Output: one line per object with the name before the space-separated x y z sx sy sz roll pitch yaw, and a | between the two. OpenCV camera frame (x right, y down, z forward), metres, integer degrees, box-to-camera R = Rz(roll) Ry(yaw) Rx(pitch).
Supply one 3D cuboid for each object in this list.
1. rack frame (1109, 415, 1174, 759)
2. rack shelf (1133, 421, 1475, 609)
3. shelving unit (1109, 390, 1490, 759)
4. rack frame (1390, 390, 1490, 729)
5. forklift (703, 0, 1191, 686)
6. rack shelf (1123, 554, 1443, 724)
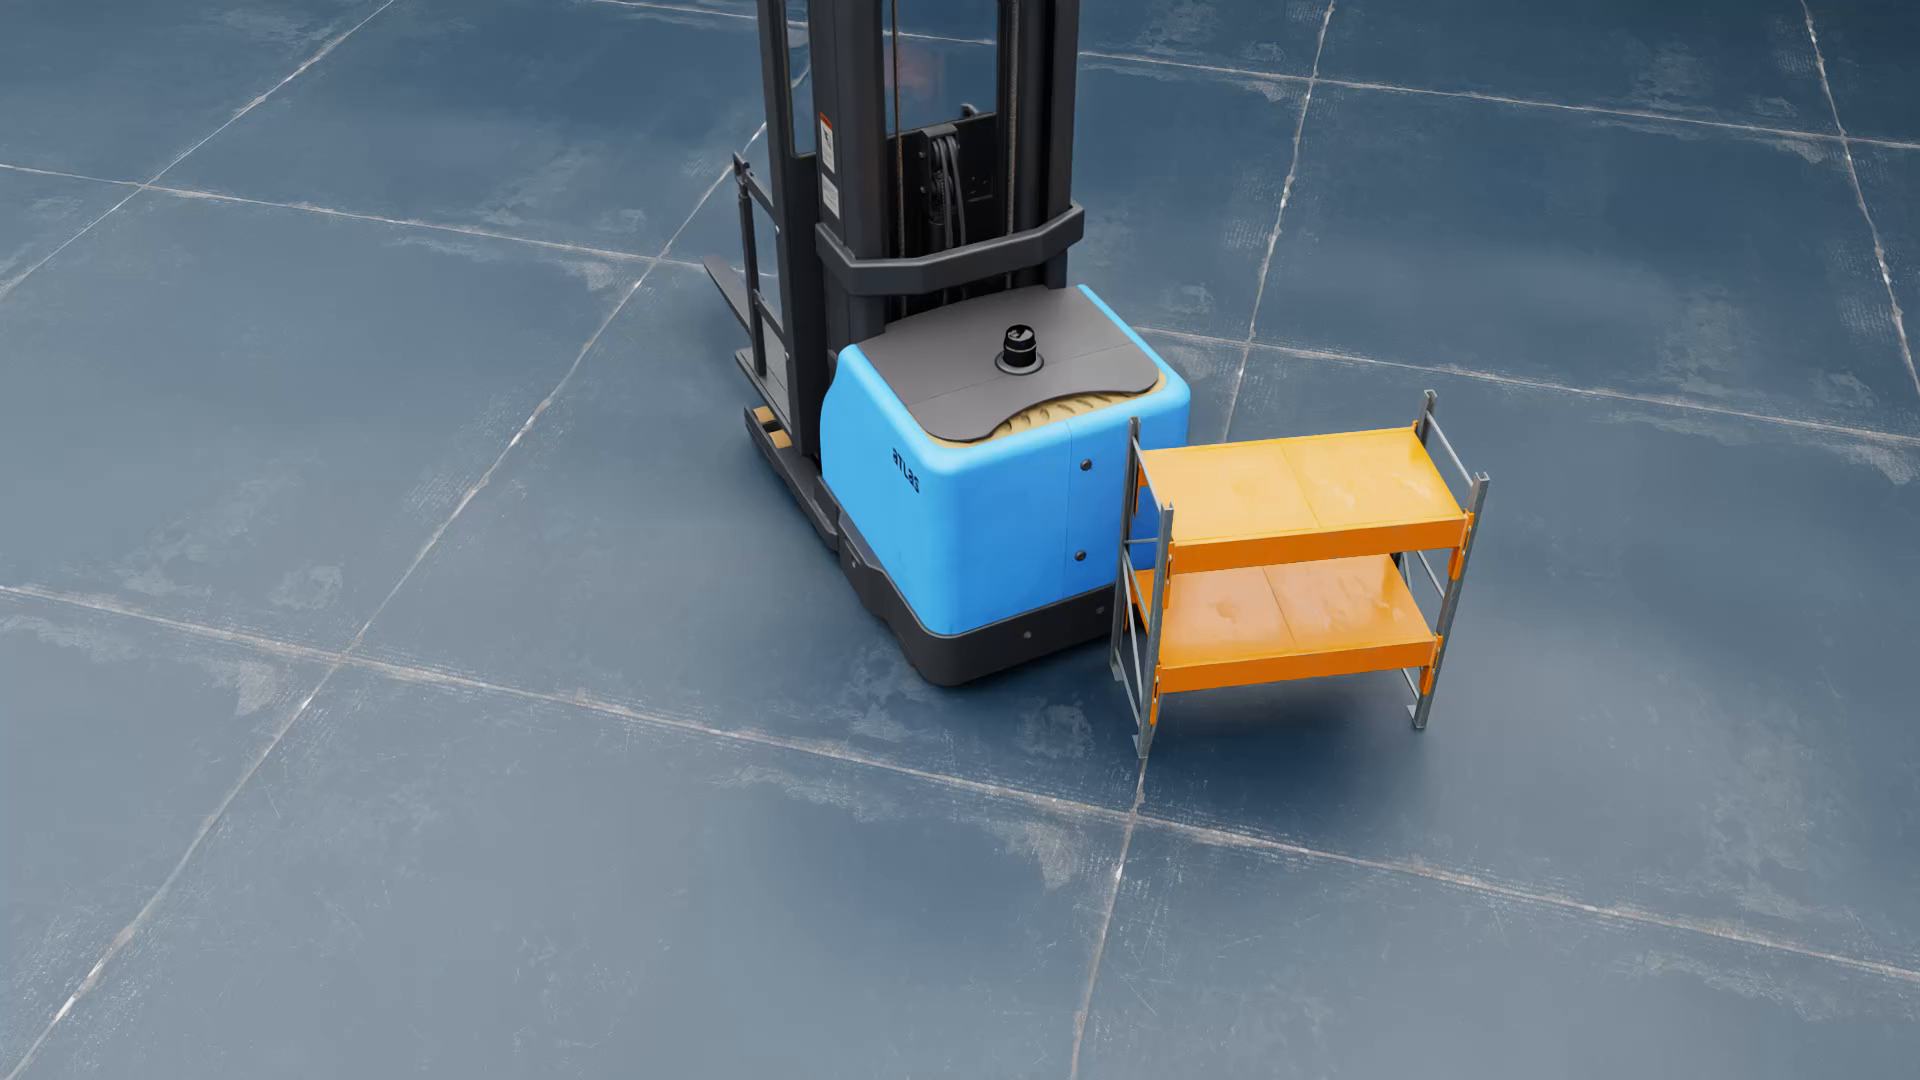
rack frame | 0.608 0.178 5.663 0.032 1.125 0.500 -5 40 -6
rack shelf | 1.111 -0.093 5.531 1.000 0.278 0.538 -5 40 -6
shelving unit | 1.111 0.131 5.719 1.048 1.125 0.538 -5 40 -6
rack frame | 1.614 0.084 5.775 0.032 1.125 0.500 -5 40 -6
forklift | -0.280 -1.539 6.304 1.130 2.935 3.031 -17 43 -20
rack shelf | 1.111 0.318 5.876 1.000 0.278 0.538 -5 40 -6
